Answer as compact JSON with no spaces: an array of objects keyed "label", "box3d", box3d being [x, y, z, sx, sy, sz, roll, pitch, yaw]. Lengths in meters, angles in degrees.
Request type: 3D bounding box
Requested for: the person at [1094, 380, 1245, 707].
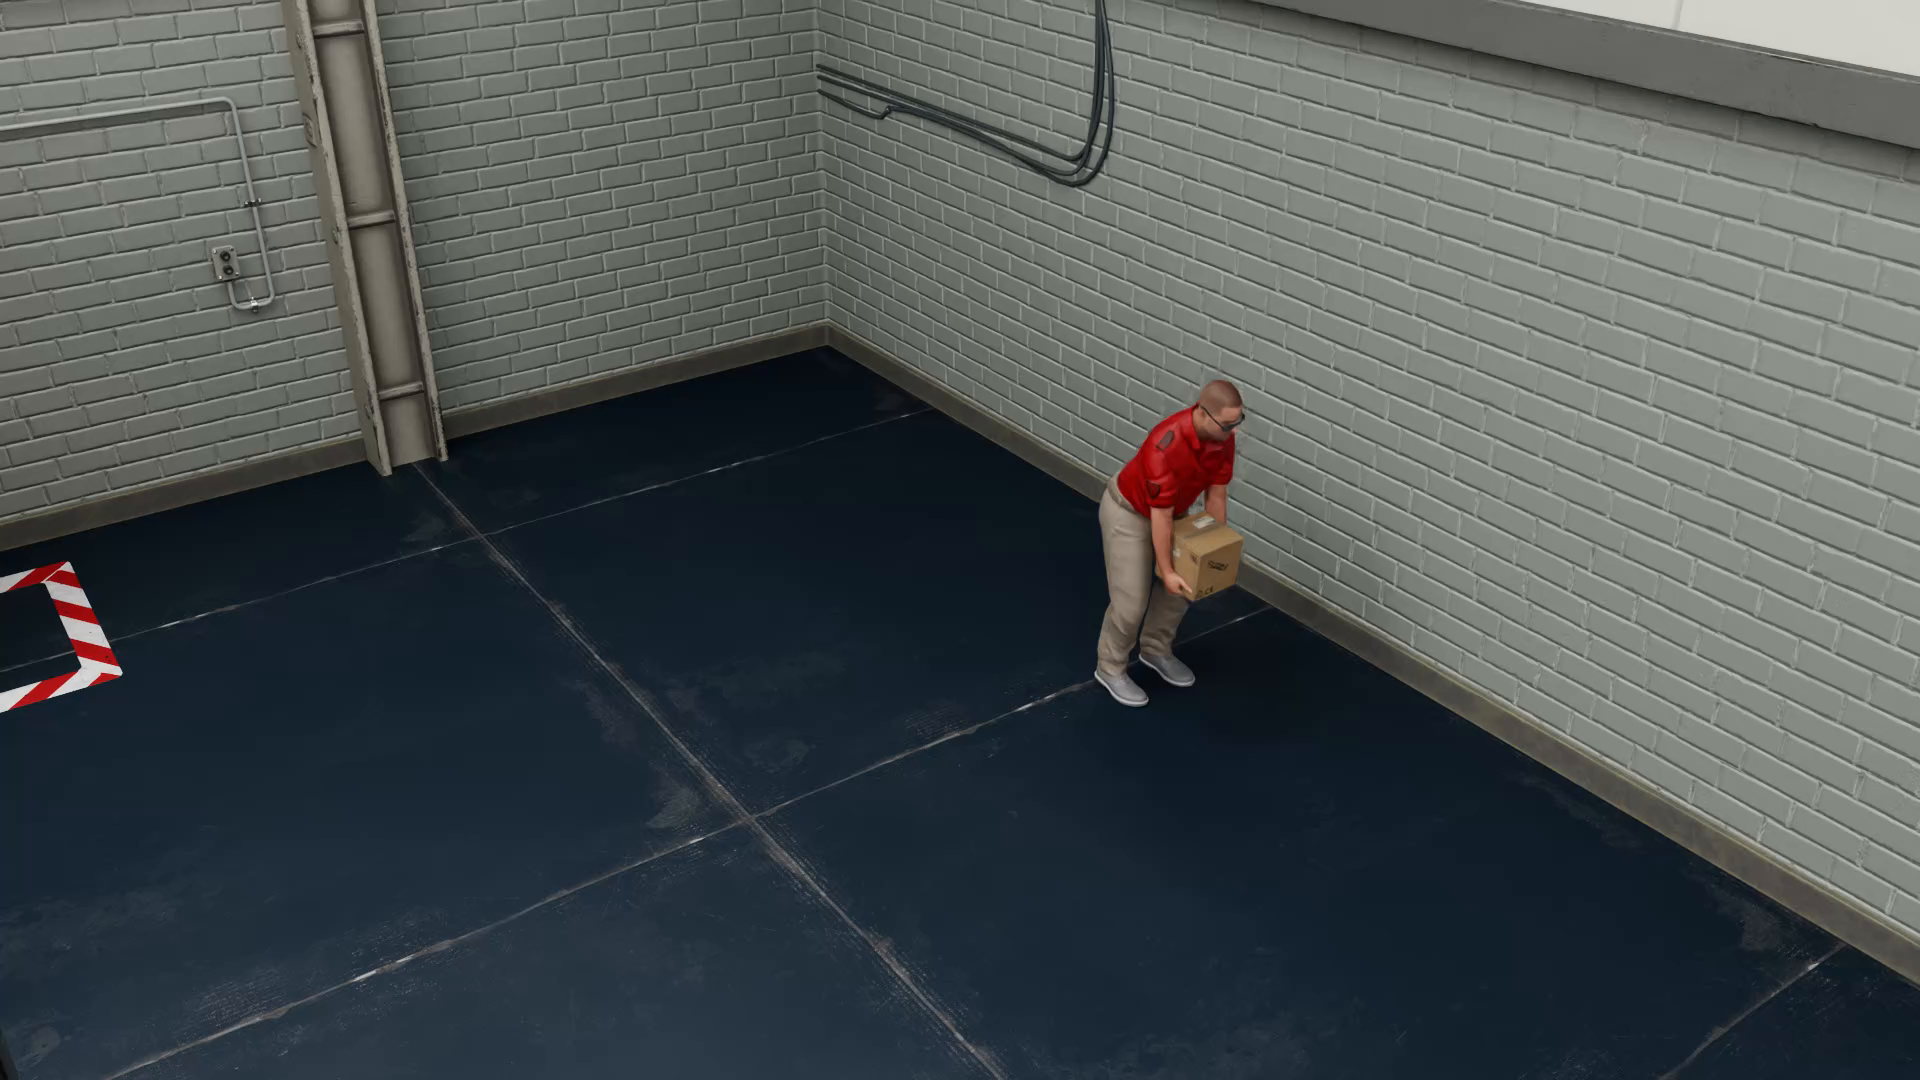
[{"label":"person","box3d":[0.923,-0.013,7.291,0.477,1.617,0.653,-19,34,-32]}]
